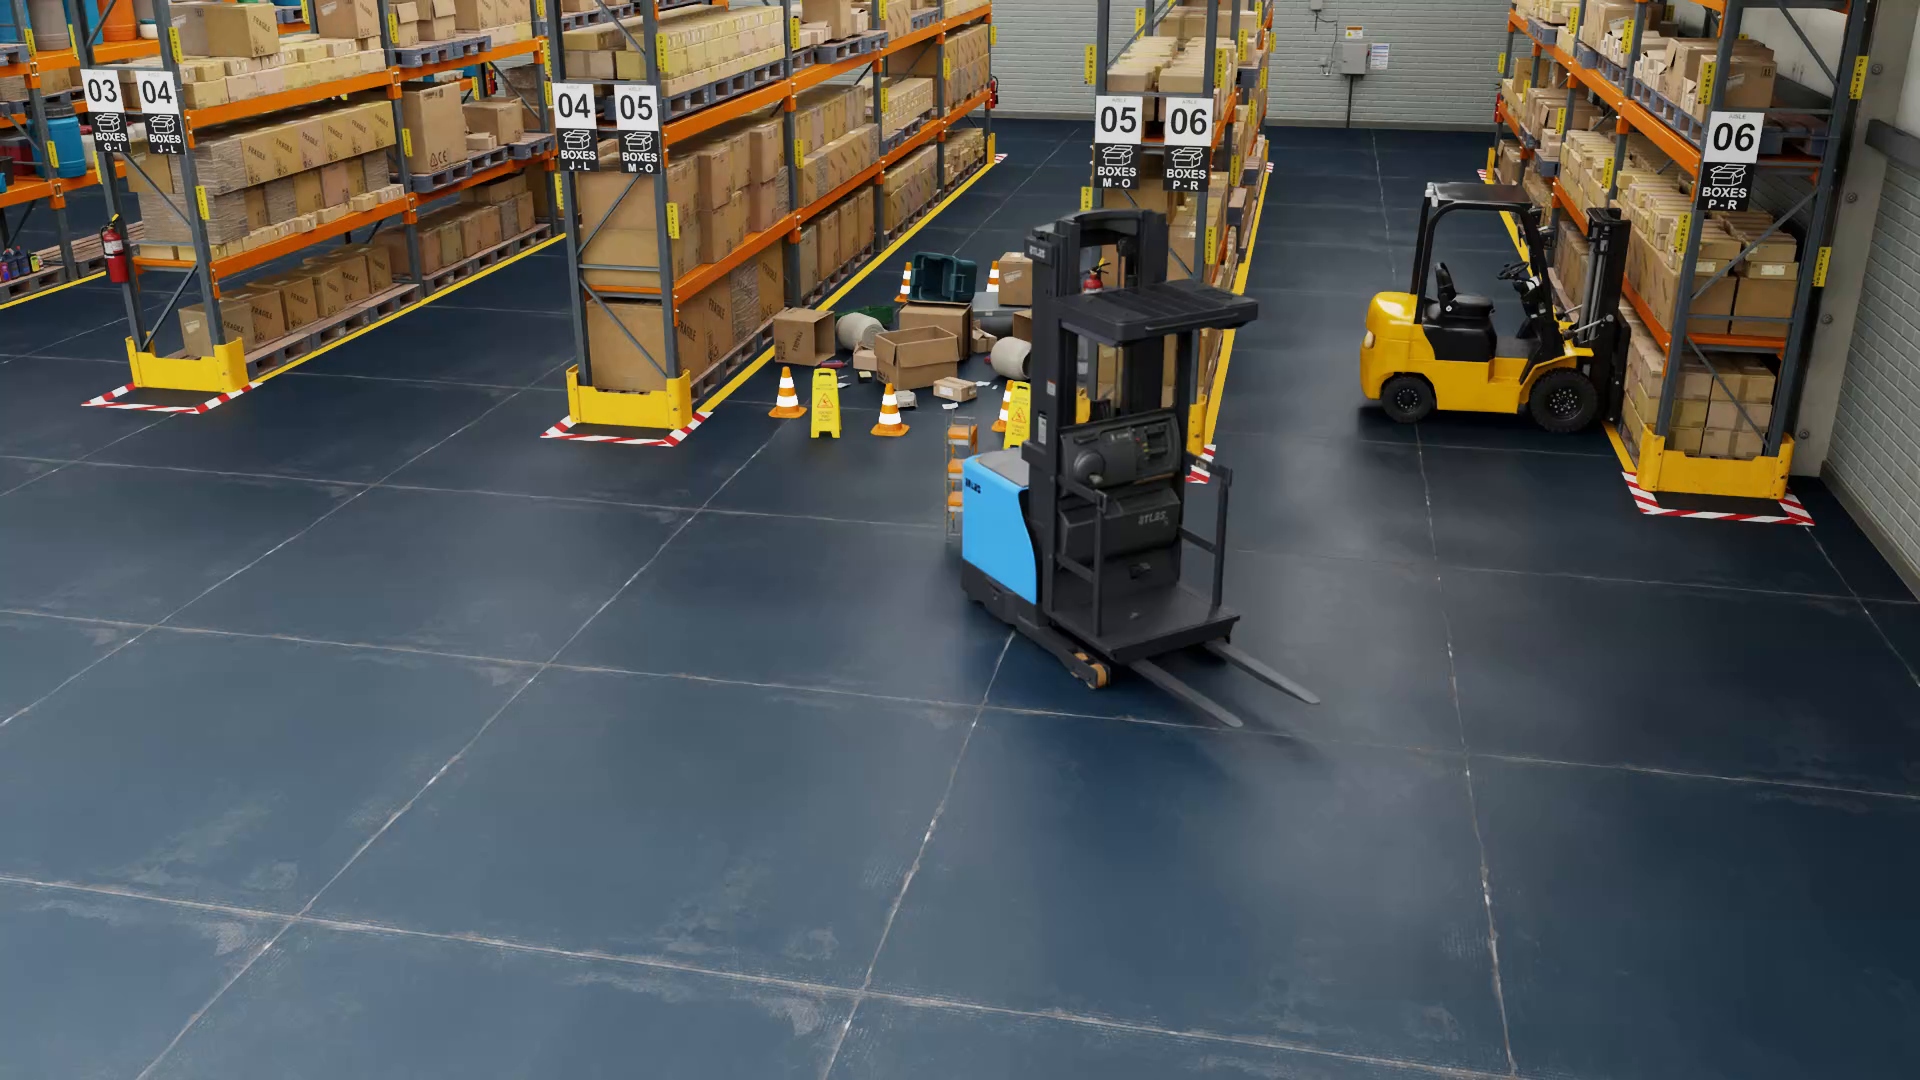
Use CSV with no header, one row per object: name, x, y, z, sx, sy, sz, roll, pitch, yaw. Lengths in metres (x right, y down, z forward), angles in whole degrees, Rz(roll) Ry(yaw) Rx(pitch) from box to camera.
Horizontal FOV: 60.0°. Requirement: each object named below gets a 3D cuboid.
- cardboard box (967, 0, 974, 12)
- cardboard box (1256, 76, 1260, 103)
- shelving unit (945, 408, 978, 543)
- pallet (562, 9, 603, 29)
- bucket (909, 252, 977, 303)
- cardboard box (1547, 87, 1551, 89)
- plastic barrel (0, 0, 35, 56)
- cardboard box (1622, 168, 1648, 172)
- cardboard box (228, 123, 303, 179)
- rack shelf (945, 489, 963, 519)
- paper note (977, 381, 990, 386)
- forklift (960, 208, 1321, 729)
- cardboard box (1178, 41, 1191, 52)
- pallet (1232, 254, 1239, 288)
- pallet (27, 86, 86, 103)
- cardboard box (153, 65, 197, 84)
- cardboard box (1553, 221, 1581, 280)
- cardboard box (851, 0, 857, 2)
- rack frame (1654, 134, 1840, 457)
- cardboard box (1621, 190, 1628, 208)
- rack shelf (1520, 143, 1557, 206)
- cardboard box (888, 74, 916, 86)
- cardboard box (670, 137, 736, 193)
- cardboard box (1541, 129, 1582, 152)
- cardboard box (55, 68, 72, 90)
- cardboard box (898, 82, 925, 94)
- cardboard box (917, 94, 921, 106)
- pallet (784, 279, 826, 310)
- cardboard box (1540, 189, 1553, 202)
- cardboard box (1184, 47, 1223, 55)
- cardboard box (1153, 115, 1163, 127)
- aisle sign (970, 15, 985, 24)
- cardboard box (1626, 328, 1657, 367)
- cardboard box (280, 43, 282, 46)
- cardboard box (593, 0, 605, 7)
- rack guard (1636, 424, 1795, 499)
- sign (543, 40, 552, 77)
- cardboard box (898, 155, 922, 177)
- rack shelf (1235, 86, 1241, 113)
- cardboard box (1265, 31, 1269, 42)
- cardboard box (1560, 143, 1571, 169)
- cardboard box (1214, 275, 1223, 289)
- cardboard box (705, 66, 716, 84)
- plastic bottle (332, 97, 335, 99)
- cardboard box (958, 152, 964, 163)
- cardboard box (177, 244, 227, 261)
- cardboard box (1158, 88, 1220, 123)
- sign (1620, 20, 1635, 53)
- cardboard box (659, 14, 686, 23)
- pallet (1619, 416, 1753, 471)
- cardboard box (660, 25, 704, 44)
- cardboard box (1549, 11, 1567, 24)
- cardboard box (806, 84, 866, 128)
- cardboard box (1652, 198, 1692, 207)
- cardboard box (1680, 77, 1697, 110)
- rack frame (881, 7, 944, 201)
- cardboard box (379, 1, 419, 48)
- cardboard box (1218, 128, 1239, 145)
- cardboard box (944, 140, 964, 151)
cardboard box,-0.074,-8.990,27.846,0.500,0.250,0.500,5,23,13
cardboard box,4.167,-6.753,24.633,0.500,0.500,0.500,5,22,12
shelving unit,0.011,-0.507,13.206,0.215,1.050,0.252,4,22,11
pallet,-6.103,-7.860,25.092,1.003,0.211,1.213,6,23,13
bucket,-0.159,-2.991,19.111,0.726,0.611,0.620,13,15,29
cardboard box,9.740,-7.212,27.047,0.500,0.250,0.500,5,23,13
plastic barrel,-12.181,-6.649,21.161,0.600,0.901,0.708,4,22,11
cardboard box,7.327,-3.983,18.225,0.380,0.149,0.250,4,22,11
cardboard box,-7.451,-4.176,17.836,0.500,0.500,0.500,4,22,11
rack shelf,0.011,-0.239,13.314,0.215,0.259,0.240,4,22,11
paper note,0.226,-1.640,17.401,0.148,0.019,0.142,13,25,29
forklift,1.181,-0.577,10.862,1.130,2.935,3.031,-12,25,-28
cardboard box,2.455,-5.430,18.446,0.500,0.250,0.500,4,22,10
pallet,3.133,-3.573,21.943,1.003,0.211,1.213,4,22,11
pallet,-15.558,-7.754,28.848,1.003,0.211,1.213,4,22,11
cardboard box,-7.757,-4.572,16.342,0.380,0.149,0.250,4,22,11
cardboard box,8.013,-3.641,20.996,0.875,0.625,0.625,5,23,13
cardboard box,-1.654,-7.642,23.139,0.396,0.266,0.258,4,22,11
rack frame,6.522,-1.849,13.930,1.000,3.000,0.127,4,22,11
cardboard box,6.964,-3.468,16.947,0.380,0.149,0.250,5,22,12
rack shelf,8.562,-5.173,23.145,1.077,0.370,4.000,4,22,11
cardboard box,-0.934,-7.338,27.027,0.500,0.500,0.500,4,22,11
cardboard box,-2.841,-3.876,17.317,0.875,0.550,0.500,4,22,11
cardboard box,8.053,-5.311,22.164,0.500,0.250,0.500,3,22,8
cardboard box,-15.682,-7.956,28.396,0.700,0.500,0.500,8,23,19
cardboard box,-0.756,-6.955,25.586,0.380,0.149,0.250,4,22,9
cardboard box,-0.802,-6.724,25.409,0.380,0.149,0.250,4,22,9
pallet,-2.305,-3.024,20.580,1.003,0.211,1.213,4,22,11
cardboard box,8.305,-4.794,23.157,0.380,0.149,0.250,3,22,8
cardboard box,2.430,-4.819,16.558,0.380,0.149,0.250,4,22,10
cardboard box,1.684,-3.929,15.414,0.380,0.149,0.250,5,22,11
aisle sign,0.369,-9.628,29.765,0.394,0.787,0.004,4,22,11
cardboard box,6.502,-1.797,15.581,0.500,0.250,0.500,5,22,12
cardboard box,-7.803,-5.472,18.577,0.380,0.149,0.250,4,22,10
cardboard box,-5.903,-8.521,26.038,0.500,0.311,0.500,4,22,9
rack guard,6.517,-0.681,14.375,1.175,0.500,0.348,4,22,11
sign,-3.733,-4.379,15.116,0.100,0.325,0.005,4,22,11
cardboard box,-0.873,-5.665,25.186,0.500,0.250,0.500,3,22,9
rack shelf,2.886,-5.478,19.889,1.077,0.370,4.000,4,22,11
cardboard box,5.051,-8.547,28.220,0.380,0.149,0.250,4,22,10
cardboard box,7.800,-4.796,20.777,0.500,0.250,0.500,4,22,11
cardboard box,2.518,-2.533,17.743,0.500,0.500,0.500,5,22,12
cardboard box,-2.615,-4.553,16.269,0.380,0.149,0.250,5,22,11
plastic bottle,-10.381,-7.204,27.391,0.152,0.276,0.135,4,22,11
cardboard box,-0.140,-6.550,28.458,0.380,0.149,0.250,4,22,11
cardboard box,-7.748,-2.951,17.003,0.380,0.149,0.250,4,22,11
cardboard box,2.025,-3.850,14.685,0.500,0.250,0.500,4,22,10
sign,6.805,-5.127,16.941,0.100,0.325,0.005,4,22,11
cardboard box,-3.054,-5.343,17.162,0.380,0.149,0.250,4,22,11
pallet,6.637,-0.839,15.153,1.003,0.211,1.213,4,22,11
cardboard box,-2.669,-4.828,15.884,0.380,0.149,0.250,5,22,11
cardboard box,8.231,-7.111,22.620,0.380,0.149,0.250,5,22,12
cardboard box,-1.674,-5.839,22.365,0.700,0.500,0.500,4,22,11
cardboard box,6.764,-3.134,15.719,0.380,0.149,0.250,5,22,11
cardboard box,6.445,-3.838,14.338,0.396,0.266,0.258,5,22,11
rack frame,-0.756,-6.955,26.608,1.000,3.000,0.127,4,22,11
cardboard box,-7.031,-6.243,20.124,0.797,0.503,0.637,3,22,8
cardboard box,2.920,-4.514,18.585,0.380,0.149,0.250,4,22,11
cardboard box,-0.139,-6.784,28.639,0.380,0.149,0.250,5,22,11
